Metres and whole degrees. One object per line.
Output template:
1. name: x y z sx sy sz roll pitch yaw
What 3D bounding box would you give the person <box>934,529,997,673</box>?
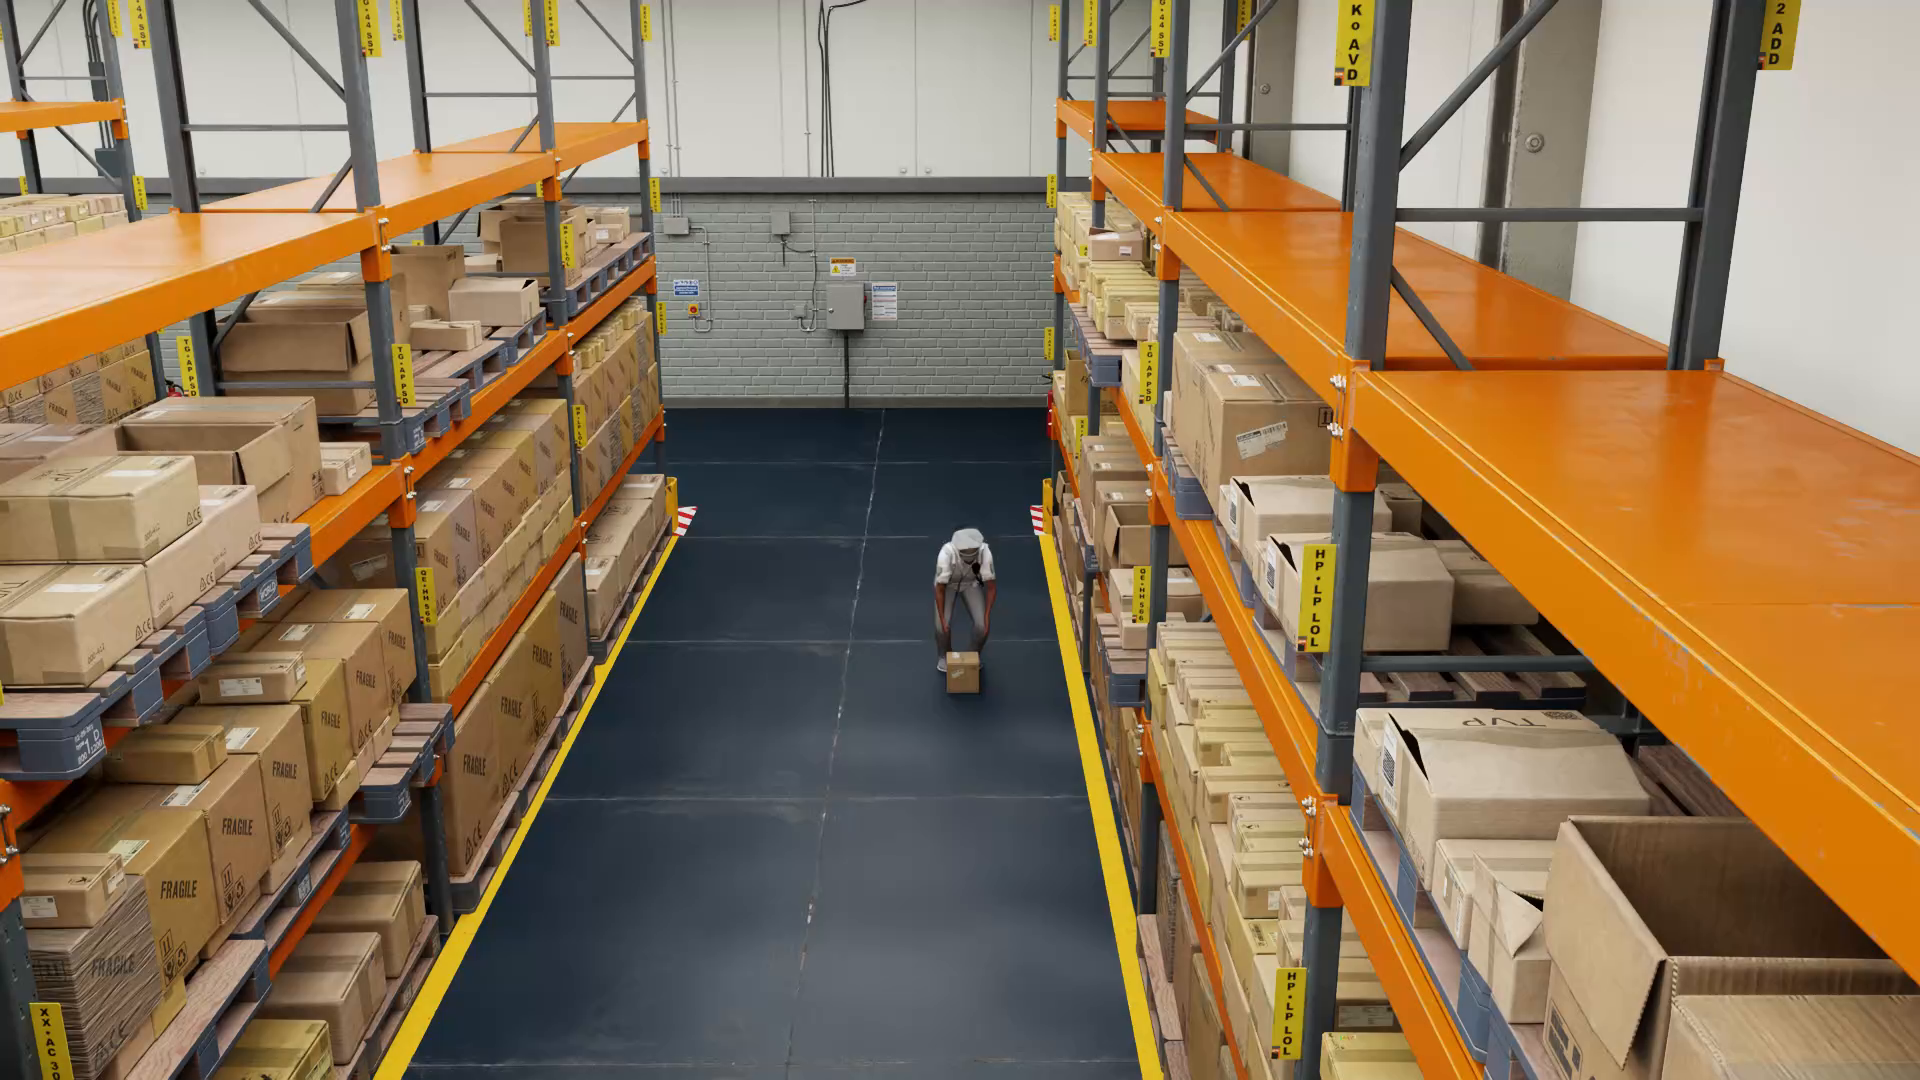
1. person: 0.039 0.471 13.328 0.496 1.210 0.781 -1 17 -3
